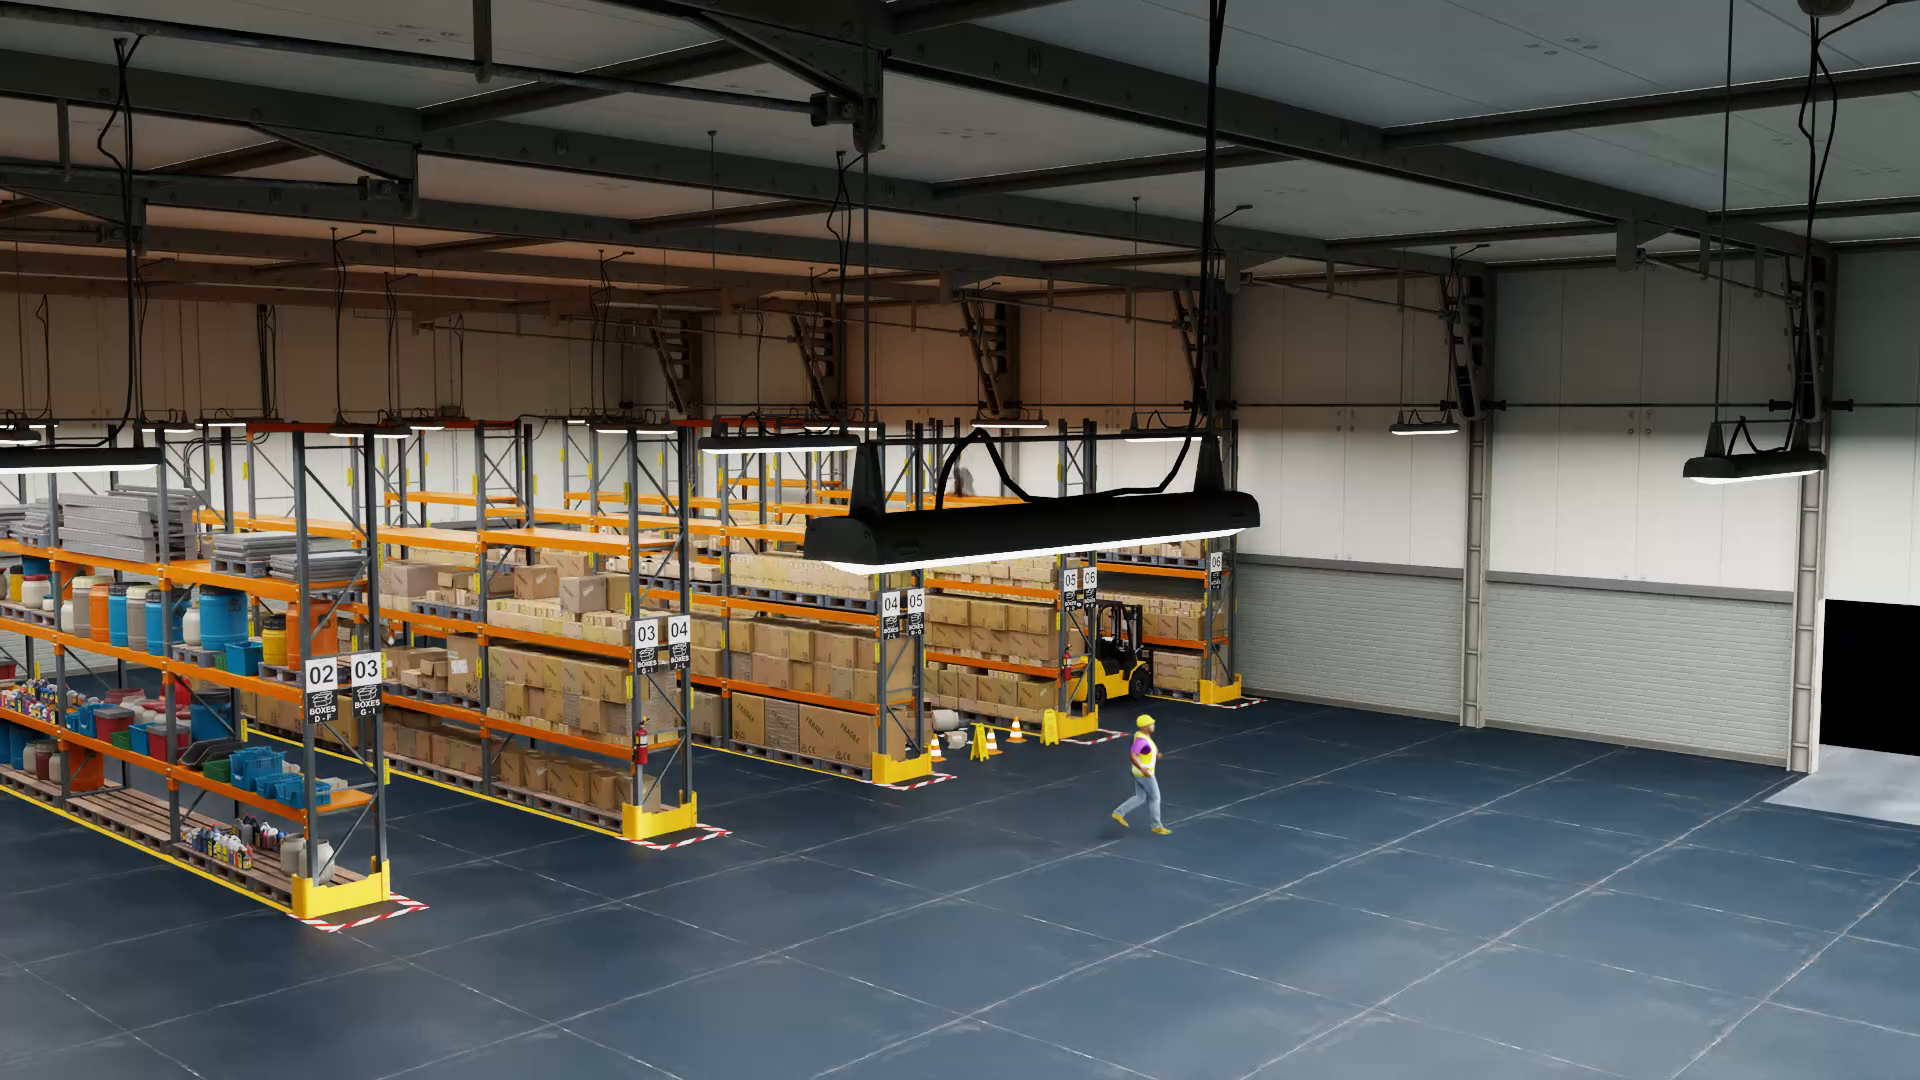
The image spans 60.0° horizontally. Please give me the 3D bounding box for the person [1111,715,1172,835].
[{"bbox_3d":[2.675,3.449,24.500,0.905,1.776,0.685,0,5,-5],"label":"person"}]

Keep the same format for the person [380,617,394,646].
[{"bbox_3d":[-12.661,2.501,36.299,0.634,1.711,0.871,-4,6,-38],"label":"person"}]

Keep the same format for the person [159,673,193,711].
[{"bbox_3d":[-13.923,3.076,29.667,0.602,1.684,0.664,2,5,27],"label":"person"}]
